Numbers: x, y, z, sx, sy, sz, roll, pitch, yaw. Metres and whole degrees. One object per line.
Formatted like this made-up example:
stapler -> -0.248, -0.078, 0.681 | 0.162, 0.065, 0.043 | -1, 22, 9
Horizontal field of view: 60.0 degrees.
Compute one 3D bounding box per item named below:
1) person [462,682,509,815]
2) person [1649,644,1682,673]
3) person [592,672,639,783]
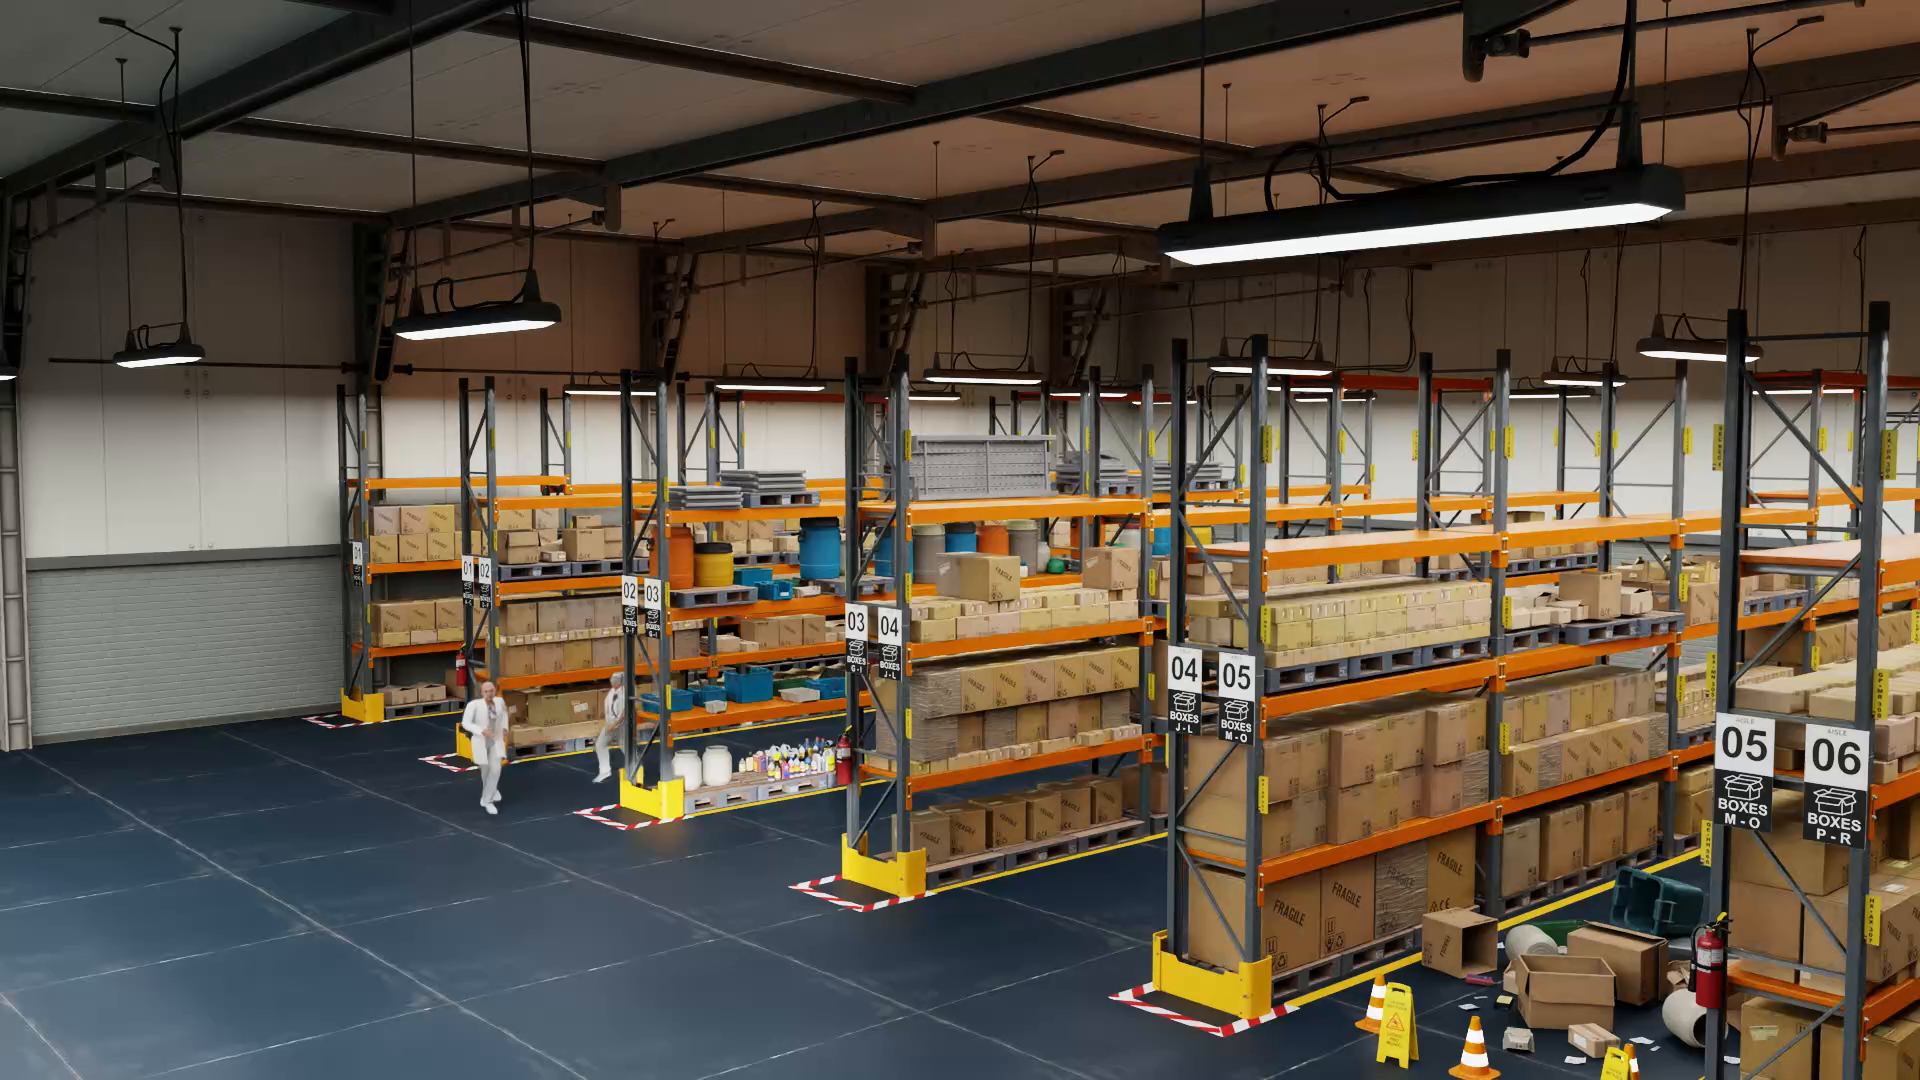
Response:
person -> -6.494, 2.796, 22.739 | 0.654, 1.773, 0.907 | -2, 4, -24
person -> 13.420, 2.319, 31.590 | 0.606, 1.543, 0.611 | 2, 4, 33
person -> -4.976, 2.737, 24.403 | 0.581, 1.650, 0.684 | 4, 5, 43
